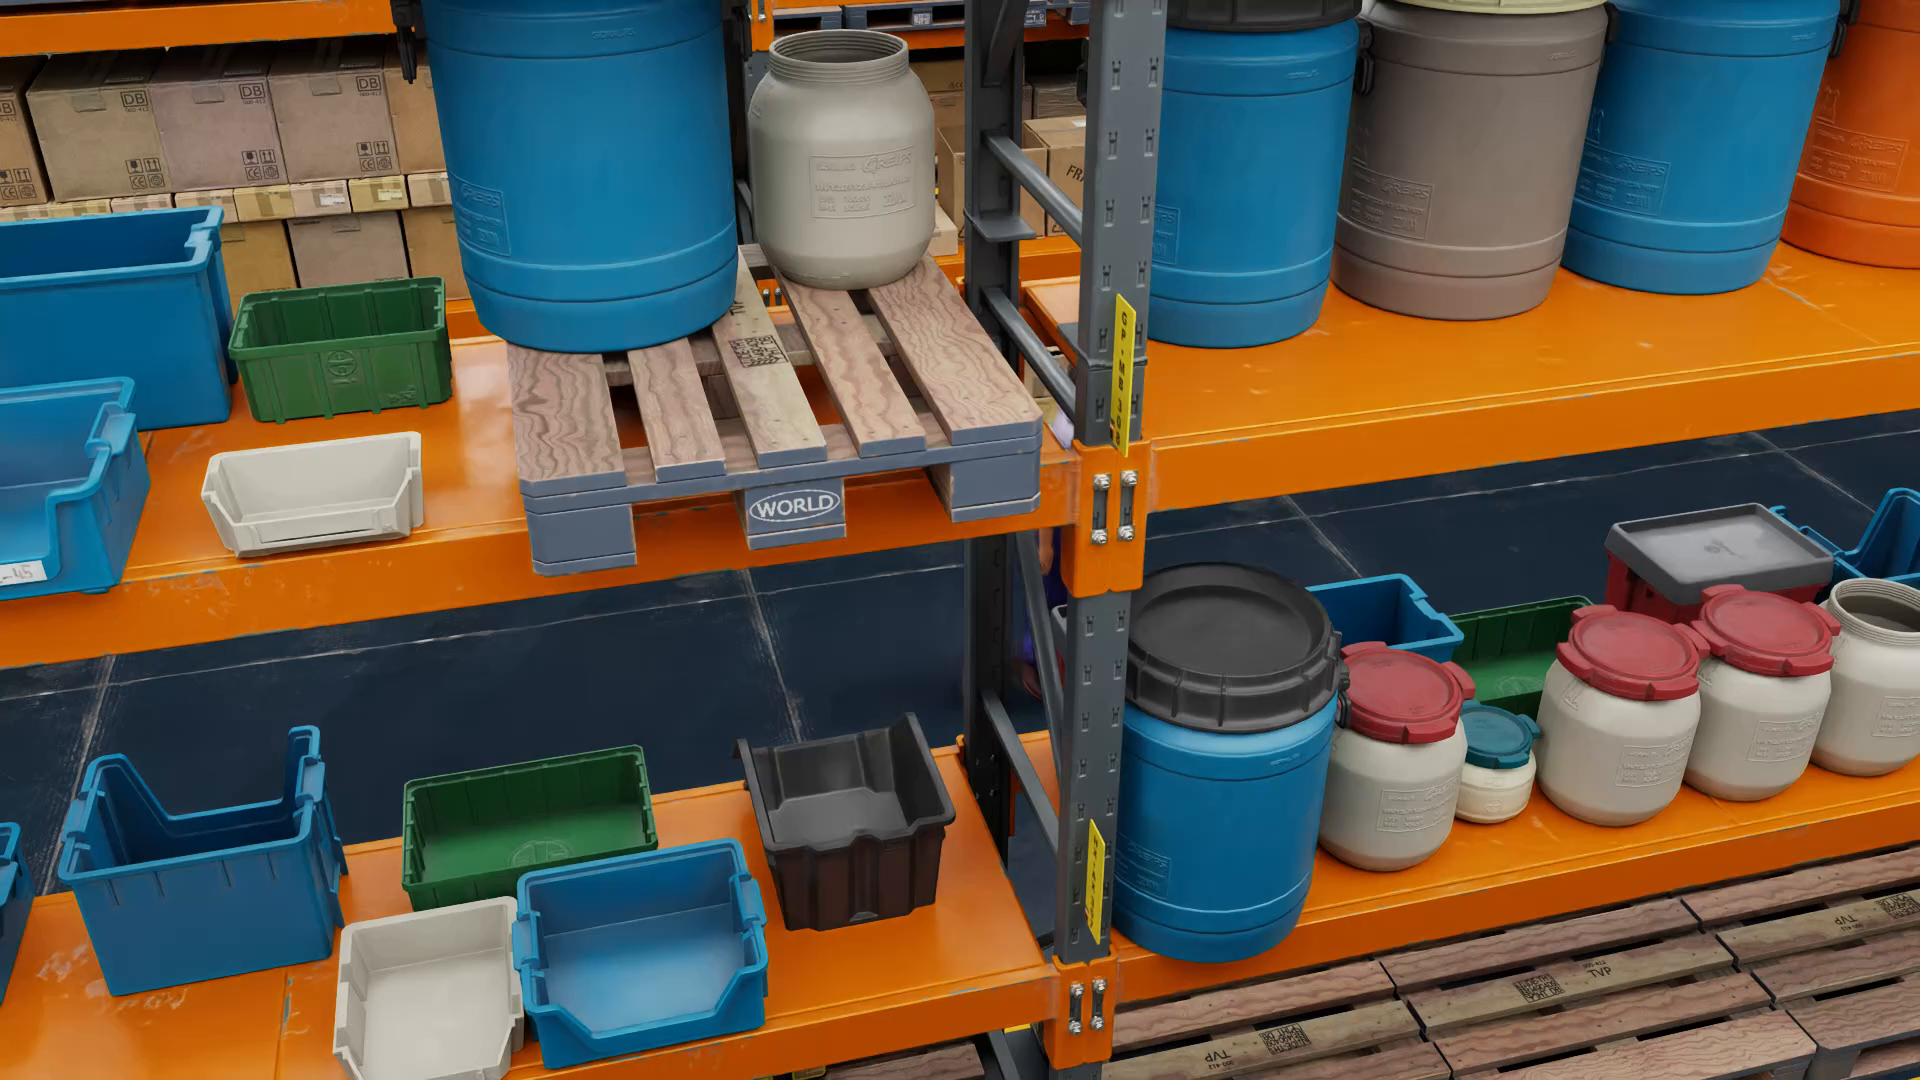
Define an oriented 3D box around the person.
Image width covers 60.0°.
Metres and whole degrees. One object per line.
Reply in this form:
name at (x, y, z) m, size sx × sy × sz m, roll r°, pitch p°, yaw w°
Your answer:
person at (0.450, -0.054, 7.218) m, size 0.461 × 1.638 × 0.539 m, roll 4°, pitch 31°, yaw 6°
